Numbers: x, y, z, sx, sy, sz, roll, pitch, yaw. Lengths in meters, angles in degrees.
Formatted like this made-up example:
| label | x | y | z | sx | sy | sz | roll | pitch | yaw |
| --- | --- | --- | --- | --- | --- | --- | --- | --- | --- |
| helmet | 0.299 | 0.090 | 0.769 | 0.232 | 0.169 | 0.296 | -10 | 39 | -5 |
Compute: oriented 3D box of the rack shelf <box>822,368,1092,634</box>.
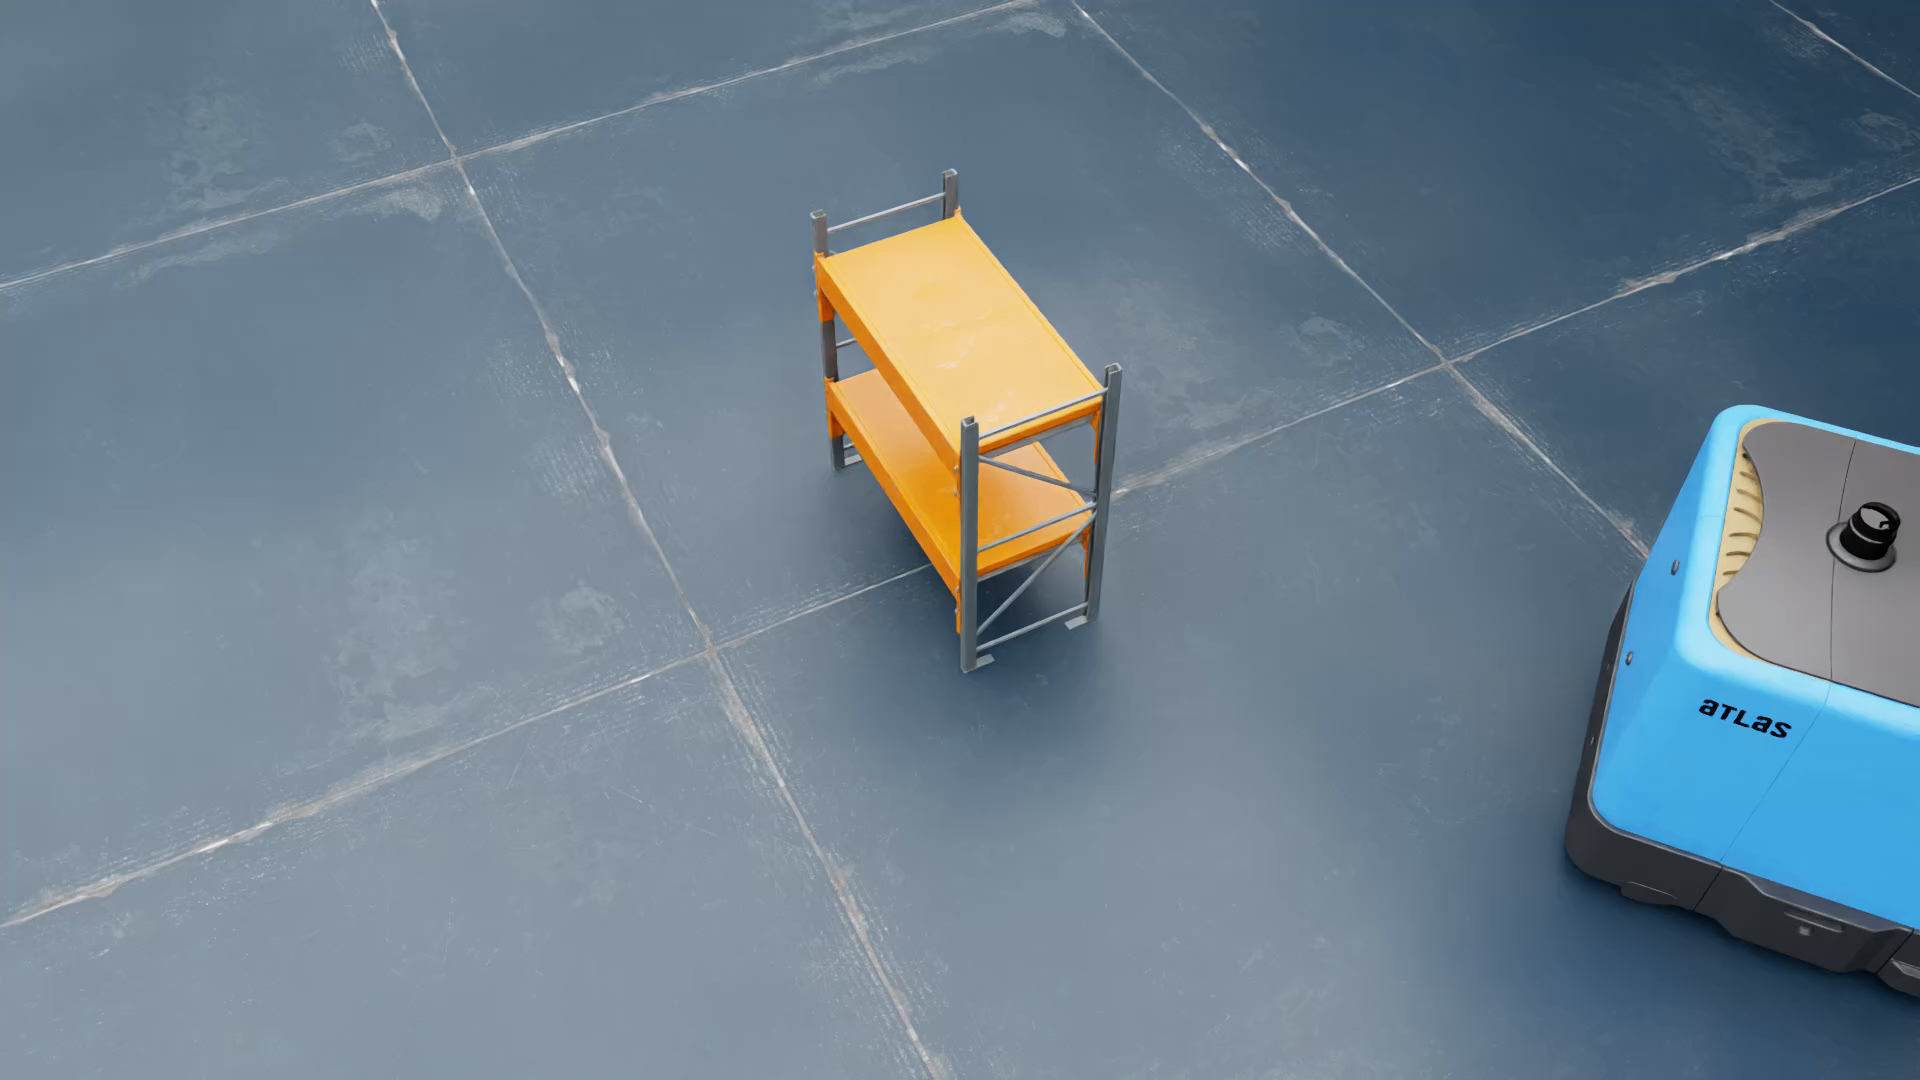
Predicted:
| label | x | y | z | sx | sy | sz | roll | pitch | yaw |
| --- | --- | --- | --- | --- | --- | --- | --- | --- | --- |
| rack shelf | -0.003 | -0.214 | 5.515 | 0.538 | 0.278 | 1.000 | -21 | 52 | -18 |

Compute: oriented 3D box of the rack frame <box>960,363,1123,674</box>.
| label | x | y | z | sx | sy | sz | roll | pitch | yaw |
| --- | --- | --- | --- | --- | --- | --- | --- | --- | --- |
| rack frame | 0.230 | -0.035 | 5.033 | 0.500 | 1.125 | 0.032 | -21 | 52 | -18 |

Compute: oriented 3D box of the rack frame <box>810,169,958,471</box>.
| label | x | y | z | sx | sy | sz | roll | pitch | yaw |
| --- | --- | --- | --- | --- | --- | --- | --- | --- | --- |
| rack frame | -0.236 | -0.715 | 5.628 | 0.500 | 1.125 | 0.032 | -21 | 52 | -18 |

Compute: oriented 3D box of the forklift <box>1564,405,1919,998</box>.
| label | x | y | z | sx | sy | sz | roll | pitch | yaw |
| --- | --- | --- | --- | --- | --- | --- | --- | --- | --- |
| forklift | 3.336 | 0.113 | 3.704 | 3.031 | 2.935 | 1.130 | 18 | 51 | 15 |

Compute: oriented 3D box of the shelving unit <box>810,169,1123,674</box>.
| label | x | y | z | sx | sy | sz | roll | pitch | yaw |
| --- | --- | --- | --- | --- | --- | --- | --- | --- | --- |
| shelving unit | -0.003 | -0.375 | 5.331 | 0.538 | 1.125 | 1.048 | -21 | 52 | -18 |

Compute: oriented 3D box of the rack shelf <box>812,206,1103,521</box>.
| label | x | y | z | sx | sy | sz | roll | pitch | yaw |
| --- | --- | --- | --- | --- | --- | --- | --- | --- | --- |
| rack shelf | -0.003 | -0.568 | 5.110 | 0.538 | 0.278 | 1.000 | -21 | 52 | -18 |
